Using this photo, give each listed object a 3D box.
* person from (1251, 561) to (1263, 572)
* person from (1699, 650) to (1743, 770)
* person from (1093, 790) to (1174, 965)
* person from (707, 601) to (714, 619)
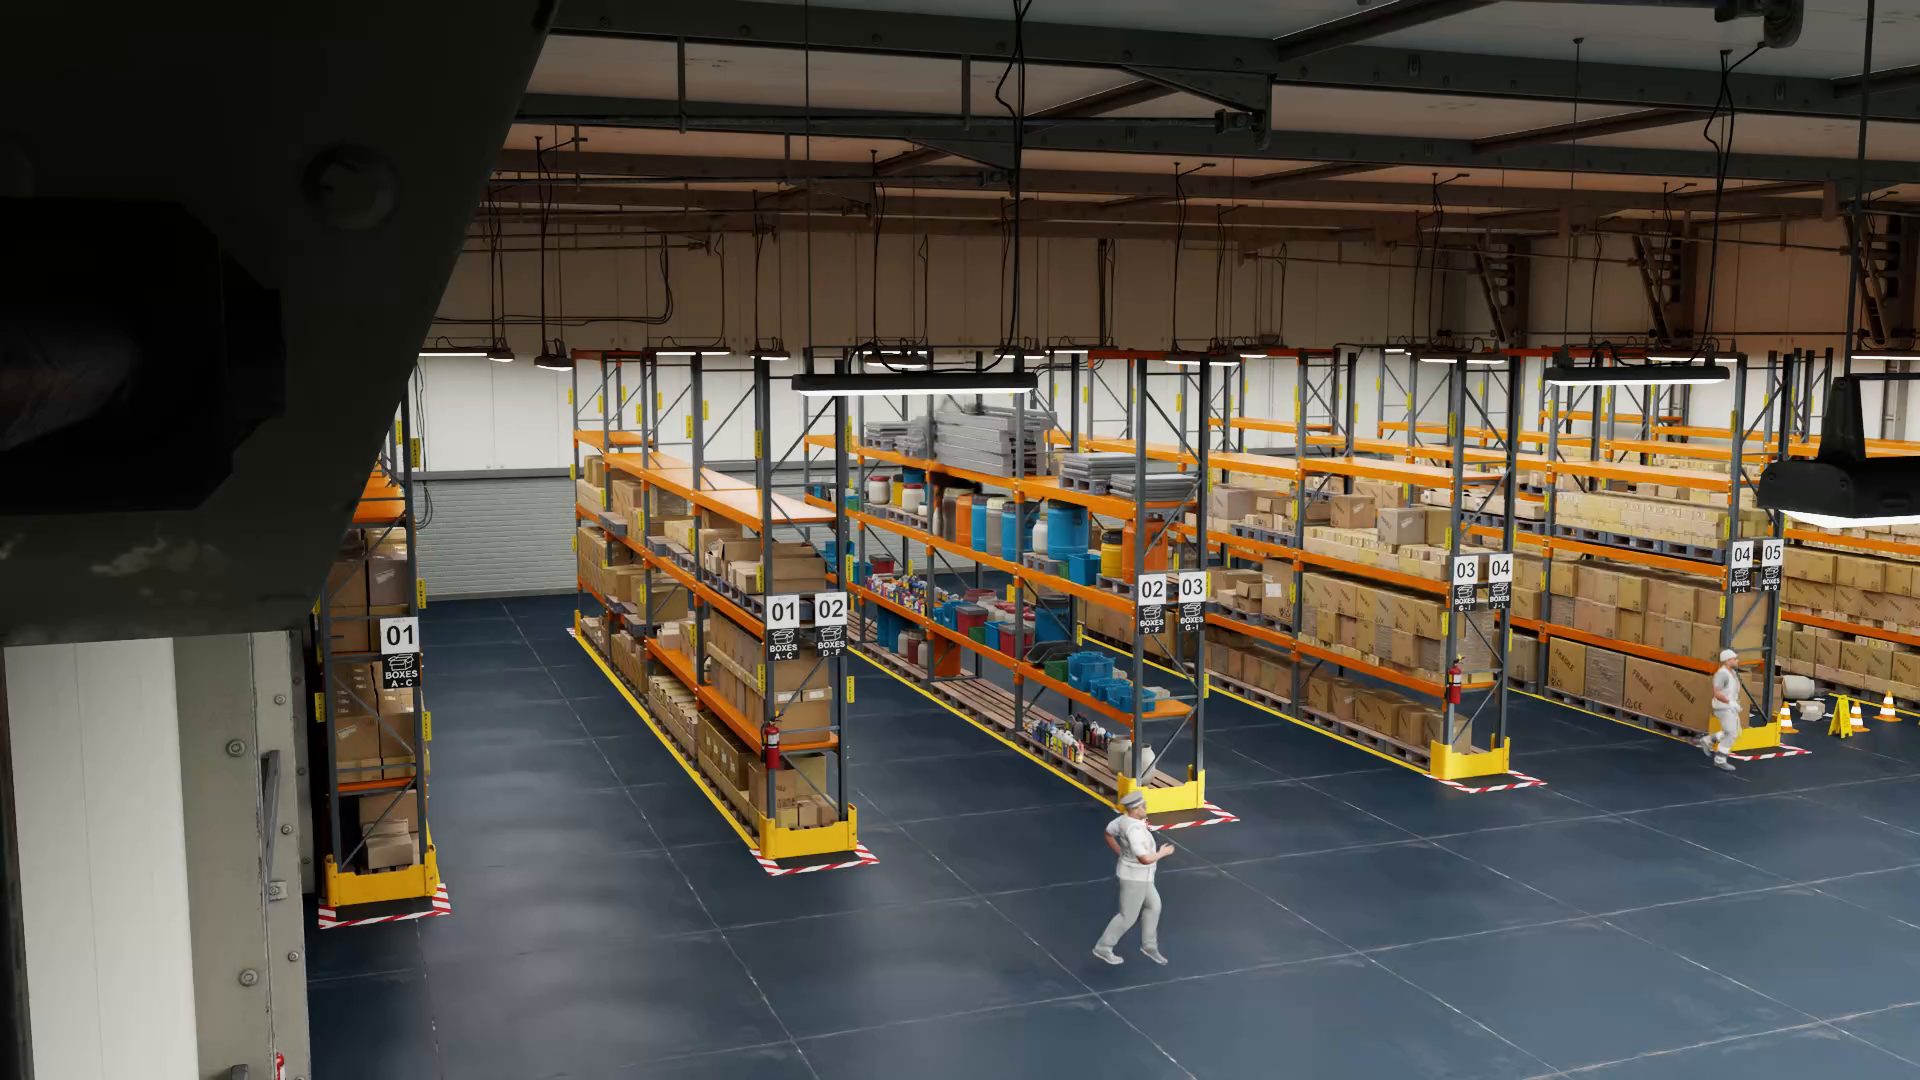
[{"bbox_3d":[7.426,0.465,41.128,0.474,1.550,0.601,6,9,40],"label":"person"},{"bbox_3d":[11.181,2.465,24.313,0.584,1.752,0.708,6,9,40],"label":"person"},{"bbox_3d":[1.742,3.397,16.585,0.782,1.847,0.634,0,7,0],"label":"person"},{"bbox_3d":[-5.428,1.225,34.850,0.607,1.648,0.848,-5,9,-33],"label":"person"}]
